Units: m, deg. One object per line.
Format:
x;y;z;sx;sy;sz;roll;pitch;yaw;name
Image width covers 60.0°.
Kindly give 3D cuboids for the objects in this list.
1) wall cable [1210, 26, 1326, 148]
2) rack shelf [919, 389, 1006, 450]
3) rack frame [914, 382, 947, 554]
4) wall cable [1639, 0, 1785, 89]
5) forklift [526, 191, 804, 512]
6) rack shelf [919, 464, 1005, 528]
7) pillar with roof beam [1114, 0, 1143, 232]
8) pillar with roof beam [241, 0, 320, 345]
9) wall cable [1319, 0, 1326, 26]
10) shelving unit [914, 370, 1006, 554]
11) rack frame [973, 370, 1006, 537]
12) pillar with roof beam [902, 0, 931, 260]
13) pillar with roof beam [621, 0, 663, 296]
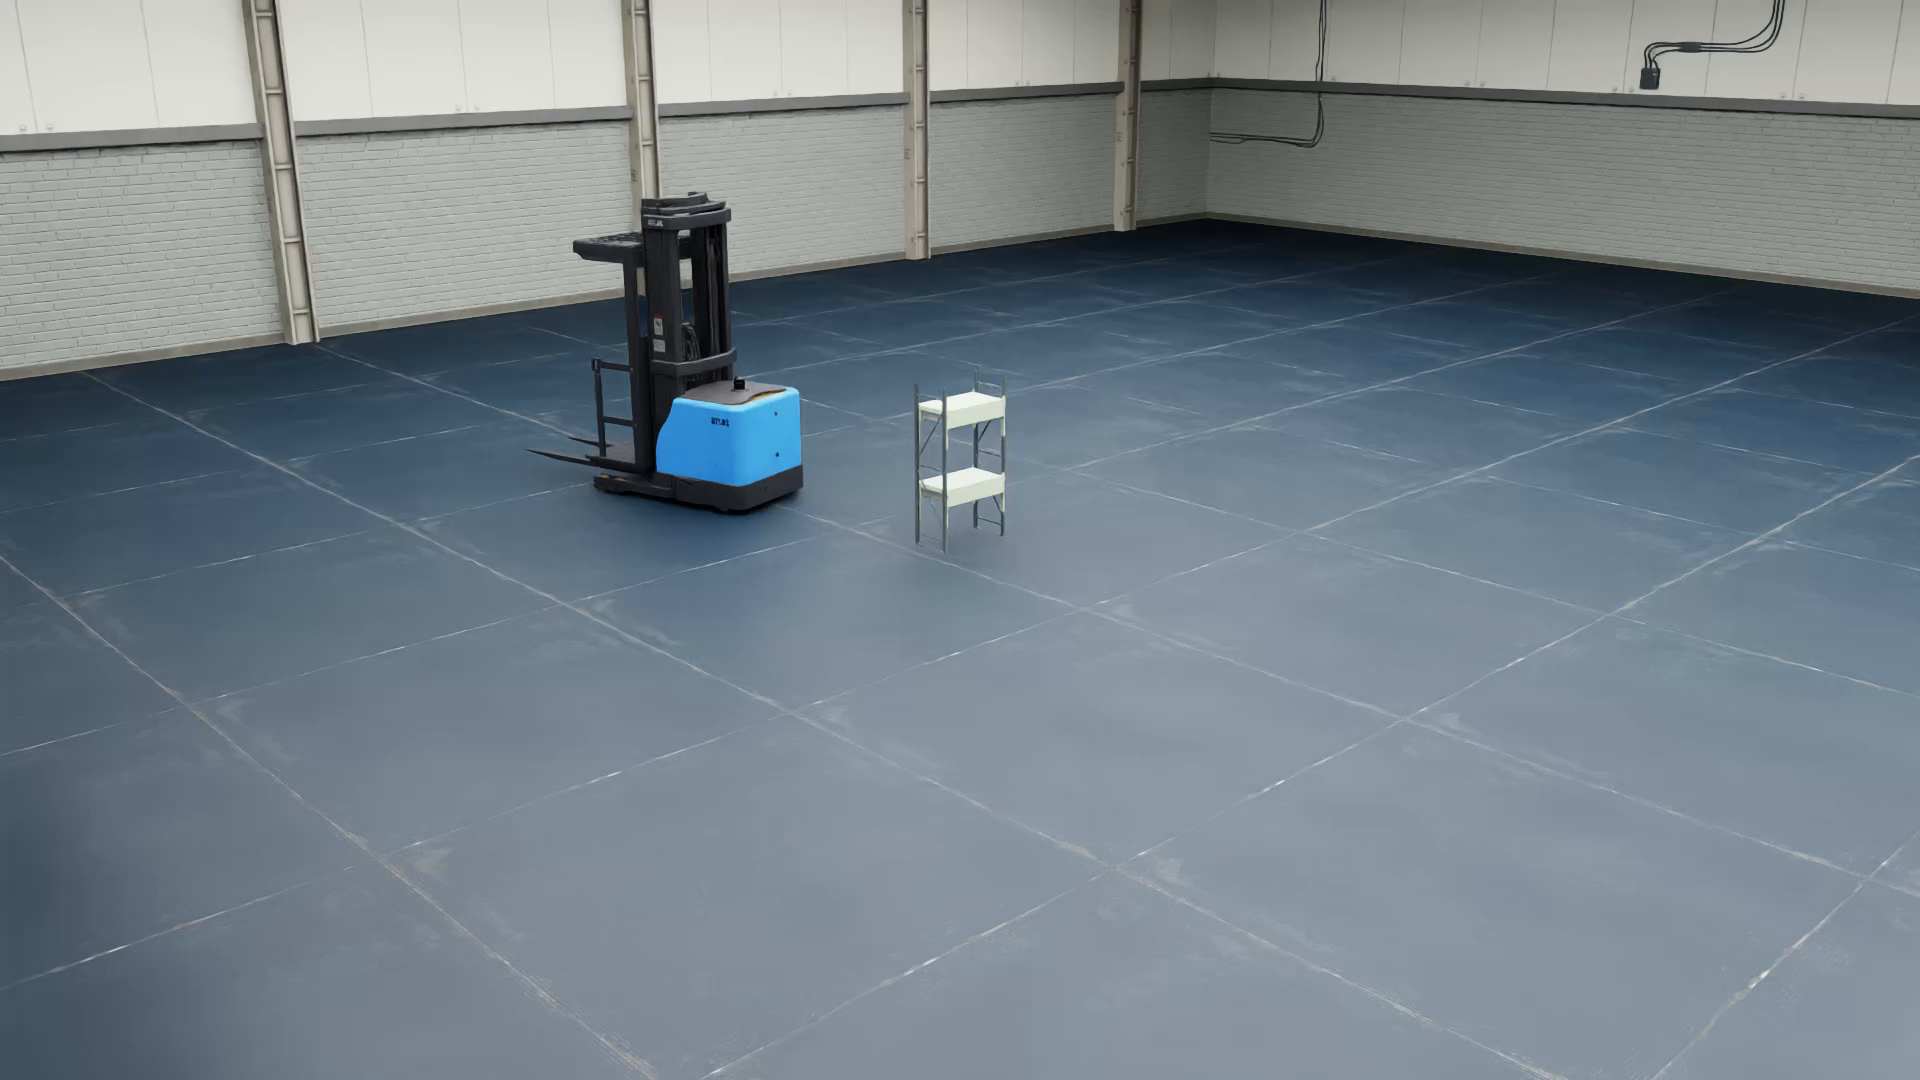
6.598;-9.815;35.966;0.112;2.526;3.097;-16;24;-41;wall cable
0.005;-1.086;14.903;0.720;0.370;0.431;-16;24;-41;rack shelf
-0.261;-0.637;14.784;0.023;1.500;0.400;-16;24;-41;rack frame
13.108;-10.779;28.390;0.169;6.003;2.305;-16;24;-41;wall cable
-3.094;-1.980;16.605;3.031;2.935;1.130;11;21;30;forklift
0.005;-0.405;15.124;0.720;0.370;0.431;-16;24;-41;rack shelf
6.506;-9.999;31.500;0.400;9.000;9.100;-16;24;-41;pillar with roof beam
-6.573;-6.185;19.736;0.400;9.000;9.100;-16;24;-41;pillar with roof beam
8.456;-11.611;33.317;0.112;2.526;3.097;-16;24;-41;wall cable
0.005;-0.715;15.023;0.755;1.500;0.431;-16;24;-41;shelving unit
0.271;-0.792;15.262;0.023;1.500;0.400;-16;24;-41;rack frame
2.146;-8.728;27.578;0.400;9.000;9.100;-16;24;-41;pillar with roof beam
-2.213;-7.456;23.657;0.400;9.000;9.100;-16;24;-41;pillar with roof beam
